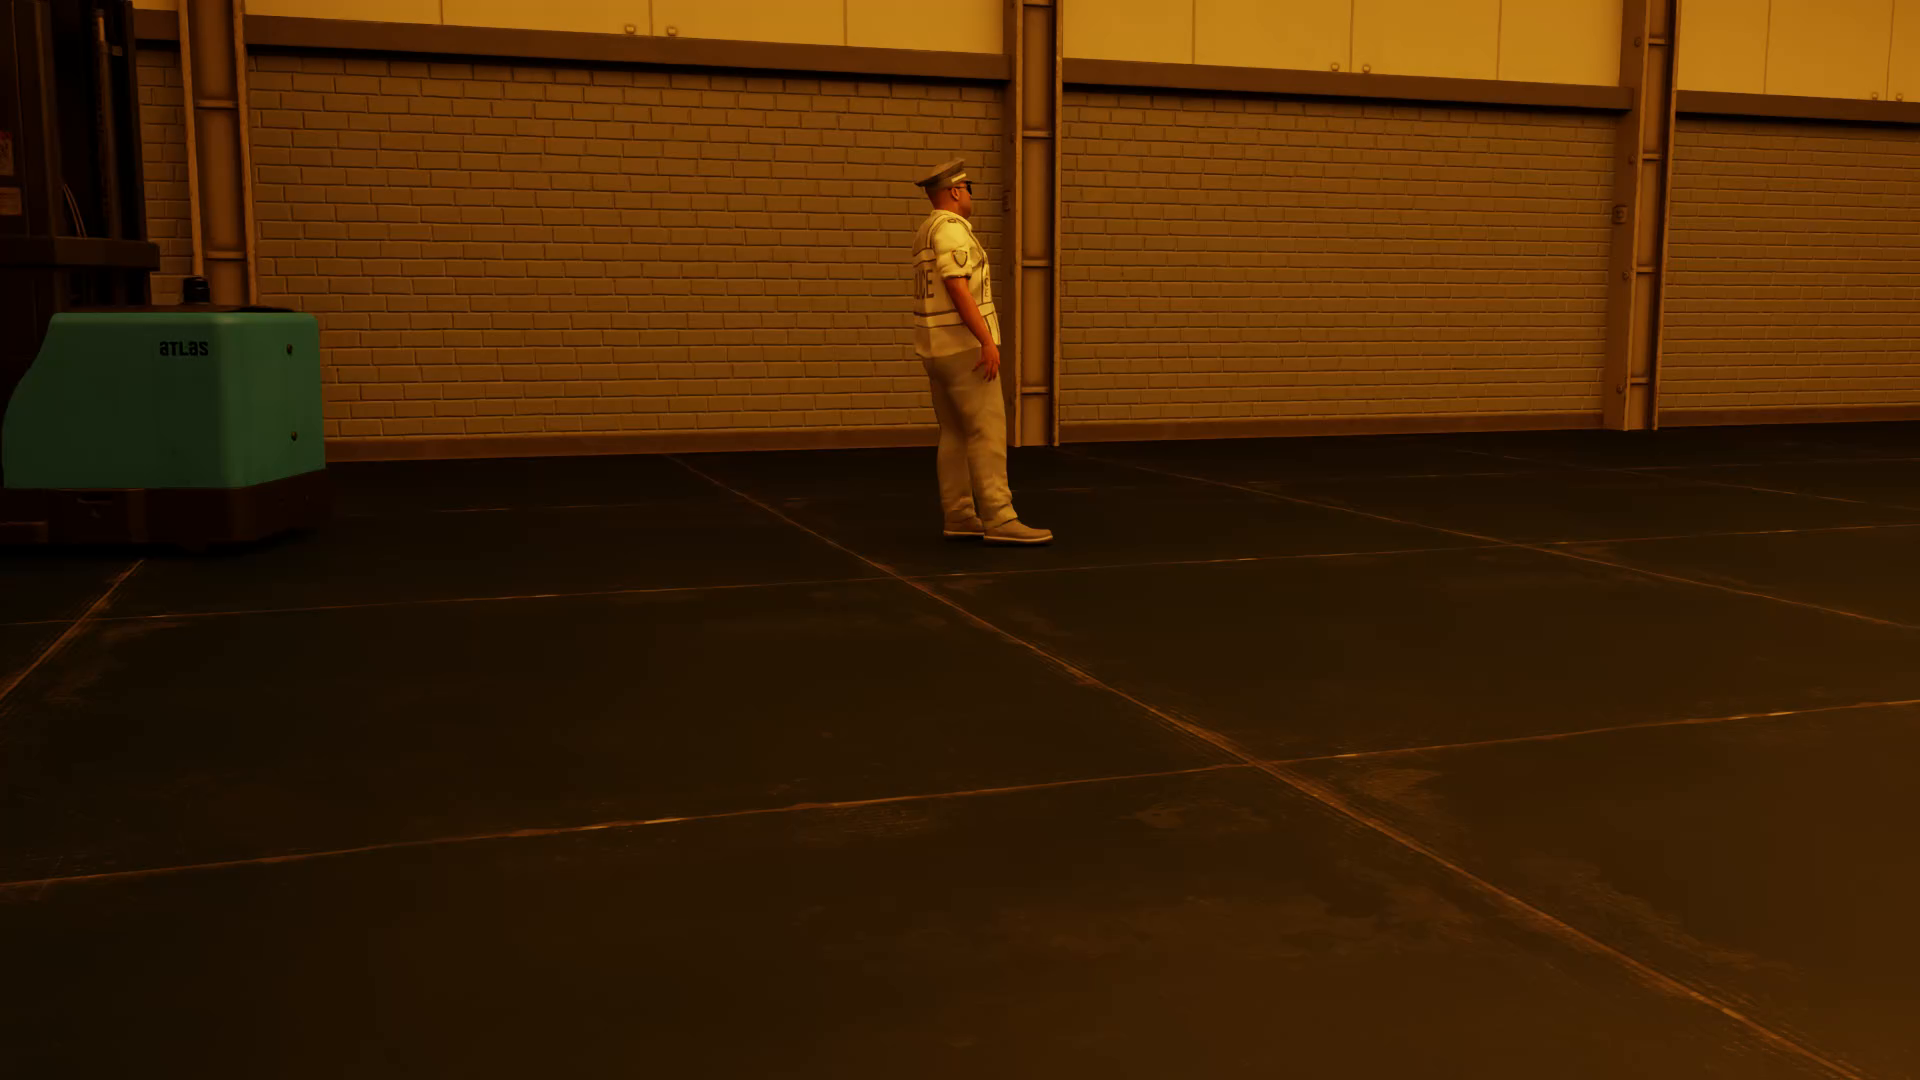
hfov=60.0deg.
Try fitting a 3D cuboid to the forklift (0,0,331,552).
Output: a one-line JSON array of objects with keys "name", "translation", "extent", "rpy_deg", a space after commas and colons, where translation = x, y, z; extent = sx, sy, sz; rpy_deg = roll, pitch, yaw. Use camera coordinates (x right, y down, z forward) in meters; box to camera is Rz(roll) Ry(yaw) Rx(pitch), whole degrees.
[{"name": "forklift", "translation": [-4.637, -1.441, 7.640], "extent": [3.031, 2.935, 1.130], "rpy_deg": [0, 8, 1]}]

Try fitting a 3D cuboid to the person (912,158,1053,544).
[{"name": "person", "translation": [0.078, -0.893, 7.817], "extent": [0.574, 1.780, 0.641], "rpy_deg": [-3, 8, -18]}]
